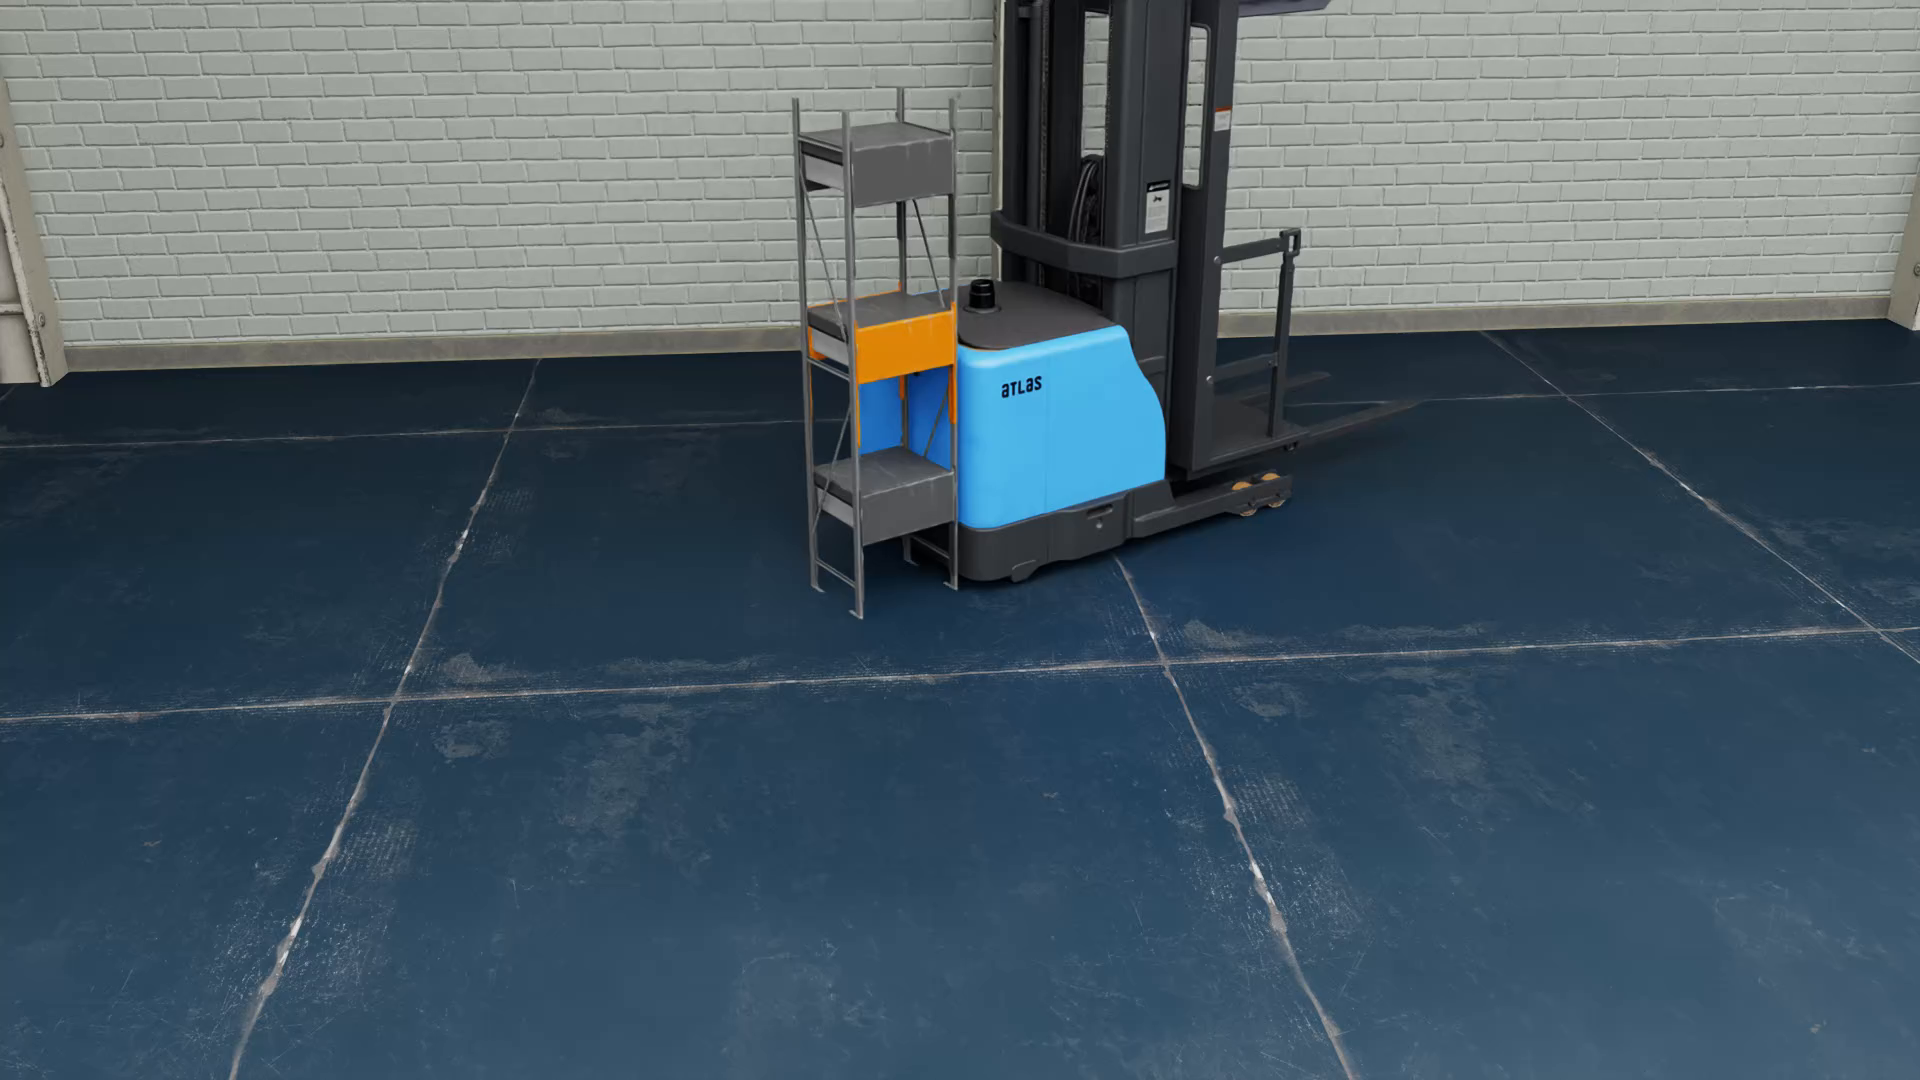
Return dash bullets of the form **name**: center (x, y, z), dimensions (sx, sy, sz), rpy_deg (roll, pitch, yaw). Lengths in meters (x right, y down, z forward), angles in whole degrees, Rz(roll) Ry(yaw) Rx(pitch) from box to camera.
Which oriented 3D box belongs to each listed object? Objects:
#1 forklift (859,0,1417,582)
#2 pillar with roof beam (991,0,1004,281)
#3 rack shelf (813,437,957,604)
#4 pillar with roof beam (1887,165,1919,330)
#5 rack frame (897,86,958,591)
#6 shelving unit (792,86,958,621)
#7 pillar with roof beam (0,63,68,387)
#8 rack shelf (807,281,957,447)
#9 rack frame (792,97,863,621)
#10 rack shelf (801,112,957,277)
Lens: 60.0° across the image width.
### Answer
- **forklift**: center (1.005, -1.609, 7.762), dimensions (3.031, 2.935, 1.130), rpy_deg (-16, 29, -32)
- **pillar with roof beam**: center (0.831, -3.569, 4.700), dimensions (0.400, 9.000, 9.100), rpy_deg (-2, 24, -5)
- **rack shelf**: center (-0.331, -0.093, 7.131), dimensions (0.480, 0.518, 0.431), rpy_deg (-16, 29, -32)
- **pillar with roof beam**: center (6.802, -3.808, 5.239), dimensions (0.400, 9.000, 9.100), rpy_deg (-2, 24, -5)
- **rack frame**: center (-0.132, -0.803, 6.971), dimensions (0.015, 2.100, 0.400), rpy_deg (-16, 29, -32)
- **shelving unit**: center (-0.331, -0.745, 6.841), dimensions (0.503, 2.100, 0.431), rpy_deg (-16, 29, -32)
- **pillar with roof beam**: center (-5.140, -3.329, 4.161), dimensions (0.400, 9.000, 9.100), rpy_deg (-2, 24, -5)
- **rack shelf**: center (-0.331, -0.733, 6.847), dimensions (0.480, 0.518, 0.431), rpy_deg (-16, 29, -32)
- **rack frame**: center (-0.529, -0.688, 6.712), dimensions (0.015, 2.100, 0.400), rpy_deg (-16, 29, -32)
- **rack shelf**: center (-0.331, -1.372, 6.563), dimensions (0.480, 0.518, 0.431), rpy_deg (-16, 29, -32)
